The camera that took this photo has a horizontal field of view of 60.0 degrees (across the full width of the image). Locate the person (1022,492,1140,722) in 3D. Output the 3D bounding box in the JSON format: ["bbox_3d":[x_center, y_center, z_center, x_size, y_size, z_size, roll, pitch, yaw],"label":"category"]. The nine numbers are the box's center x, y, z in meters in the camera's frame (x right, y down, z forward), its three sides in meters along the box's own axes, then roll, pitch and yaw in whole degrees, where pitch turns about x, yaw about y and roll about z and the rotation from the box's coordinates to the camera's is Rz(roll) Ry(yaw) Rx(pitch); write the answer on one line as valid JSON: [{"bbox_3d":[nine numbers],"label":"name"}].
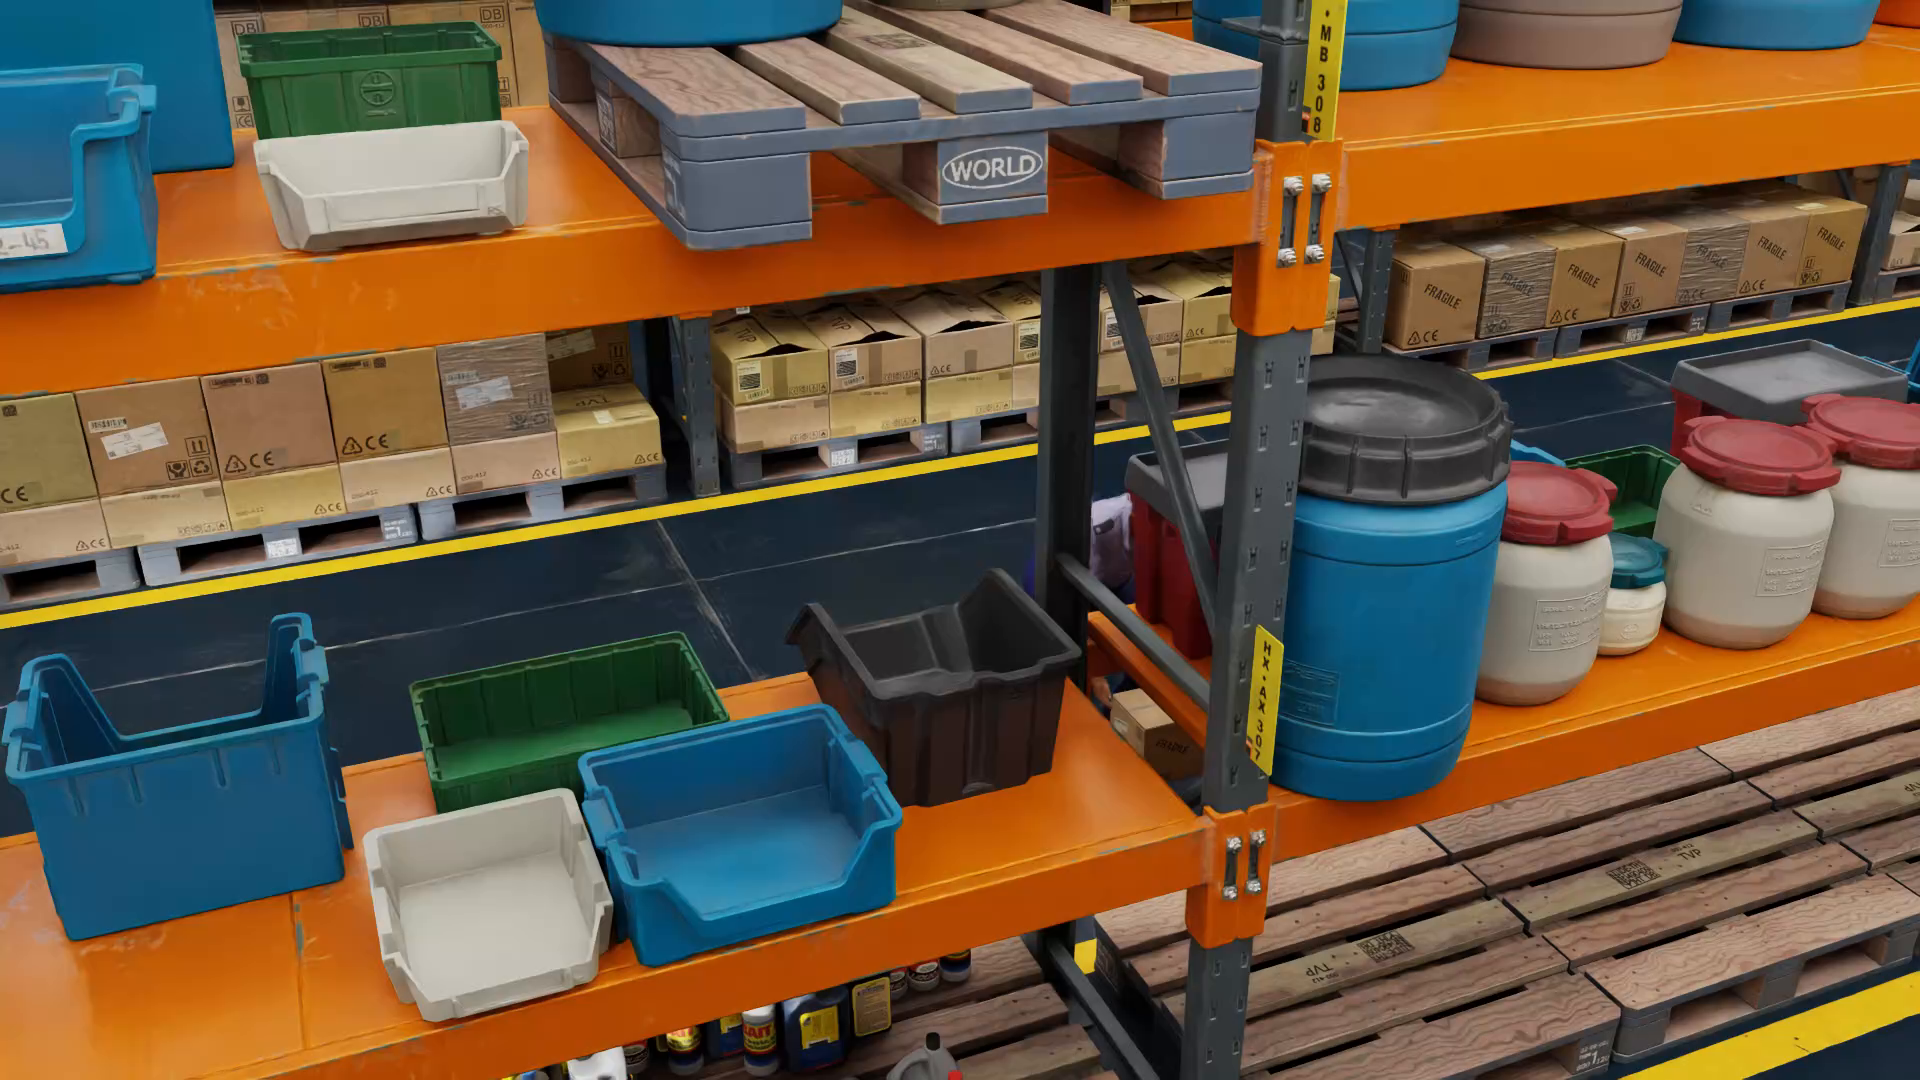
[{"bbox_3d":[0.556,0.259,6.086,0.540,1.230,0.727,-11,28,-20],"label":"person"}]
